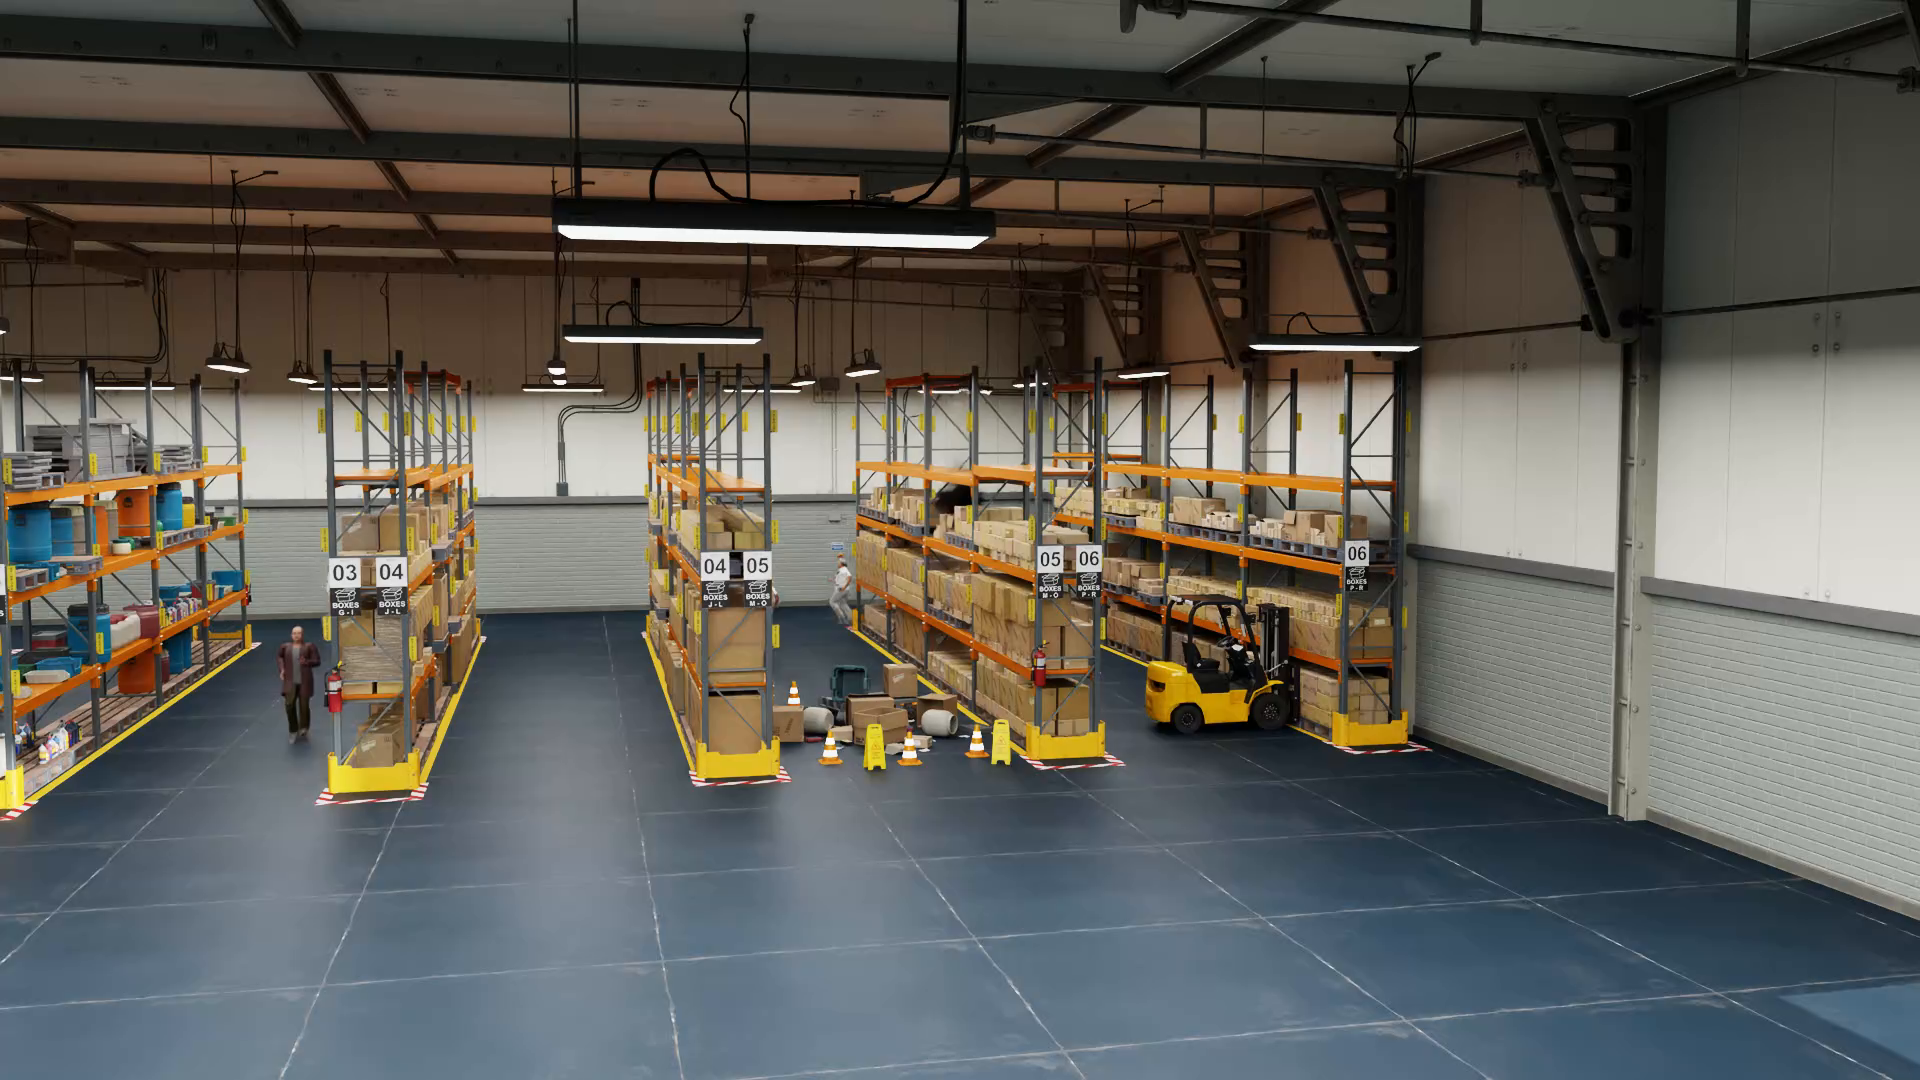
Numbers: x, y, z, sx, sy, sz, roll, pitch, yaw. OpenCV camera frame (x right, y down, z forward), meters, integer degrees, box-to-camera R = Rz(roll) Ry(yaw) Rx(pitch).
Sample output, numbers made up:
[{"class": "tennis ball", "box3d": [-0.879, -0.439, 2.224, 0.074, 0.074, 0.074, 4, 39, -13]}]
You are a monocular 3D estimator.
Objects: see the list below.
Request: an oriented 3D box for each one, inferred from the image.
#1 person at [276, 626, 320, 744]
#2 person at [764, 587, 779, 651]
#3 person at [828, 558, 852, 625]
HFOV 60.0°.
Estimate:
[{"class": "person", "box3d": [-10.469, 2.285, 26.304, 0.683, 1.839, 0.800, -1, 4, -16]}, {"class": "person", "box3d": [-4.276, 1.665, 36.069, 0.709, 1.759, 0.974, -1, 4, -10]}, {"class": "person", "box3d": [-2.968, 1.291, 41.514, 0.678, 1.675, 0.579, 0, 4, 0]}]
